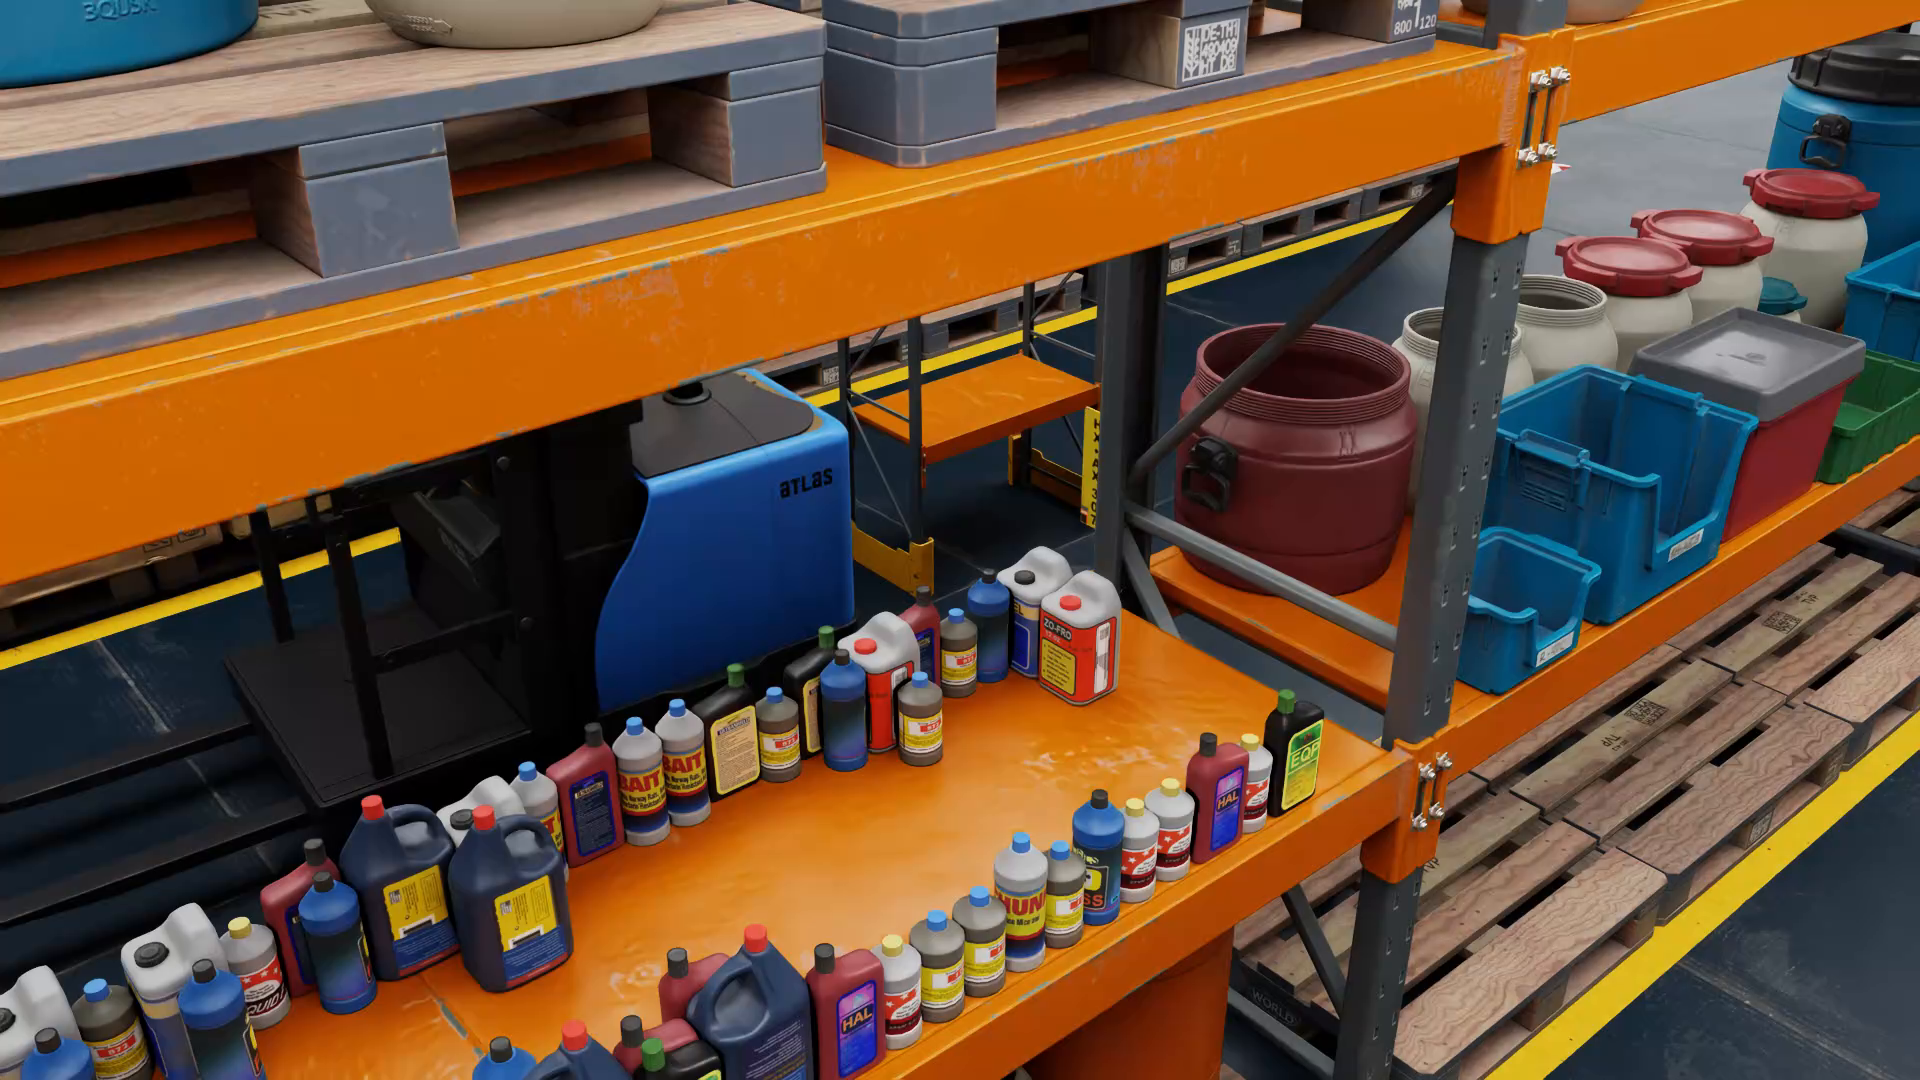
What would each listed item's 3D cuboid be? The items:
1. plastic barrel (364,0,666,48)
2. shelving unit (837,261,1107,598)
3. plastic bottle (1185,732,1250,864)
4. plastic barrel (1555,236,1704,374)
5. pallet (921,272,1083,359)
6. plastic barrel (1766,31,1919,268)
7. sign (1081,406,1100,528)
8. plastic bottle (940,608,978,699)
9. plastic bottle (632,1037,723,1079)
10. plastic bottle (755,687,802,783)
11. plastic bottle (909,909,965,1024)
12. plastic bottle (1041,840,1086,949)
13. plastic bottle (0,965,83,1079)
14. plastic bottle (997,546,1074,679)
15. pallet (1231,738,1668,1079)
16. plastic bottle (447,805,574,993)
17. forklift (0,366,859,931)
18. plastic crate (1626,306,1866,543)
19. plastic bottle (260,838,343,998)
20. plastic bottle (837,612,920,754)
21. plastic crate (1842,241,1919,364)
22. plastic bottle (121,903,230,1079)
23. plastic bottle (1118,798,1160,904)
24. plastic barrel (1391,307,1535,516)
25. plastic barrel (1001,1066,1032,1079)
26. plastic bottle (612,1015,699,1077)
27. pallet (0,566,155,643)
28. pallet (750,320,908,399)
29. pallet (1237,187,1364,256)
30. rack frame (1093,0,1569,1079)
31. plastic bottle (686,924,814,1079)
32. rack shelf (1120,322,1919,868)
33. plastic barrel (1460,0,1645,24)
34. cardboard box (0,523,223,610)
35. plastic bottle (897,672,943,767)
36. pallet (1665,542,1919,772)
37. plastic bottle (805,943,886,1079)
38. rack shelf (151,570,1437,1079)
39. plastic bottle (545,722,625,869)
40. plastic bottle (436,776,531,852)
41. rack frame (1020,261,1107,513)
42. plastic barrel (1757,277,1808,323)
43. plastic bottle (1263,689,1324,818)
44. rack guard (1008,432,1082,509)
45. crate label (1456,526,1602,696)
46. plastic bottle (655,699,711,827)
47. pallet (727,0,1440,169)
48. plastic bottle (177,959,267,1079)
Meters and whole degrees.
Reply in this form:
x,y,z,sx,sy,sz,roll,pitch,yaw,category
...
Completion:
x,y,z,sx,sy,sz,roll,pitch,yaw,category
-0.540,-0.879,1.941,0.433,0.535,0.433,0,28,0,plastic barrel
0.058,-0.685,6.940,1.083,1.500,0.587,-22,35,-35,shelving unit
0.504,0.491,3.272,0.133,0.283,0.061,-22,35,-35,plastic bottle
1.996,-0.620,5.084,0.433,0.535,0.433,0,28,0,plastic barrel
-0.053,-1.439,9.718,1.213,0.211,1.003,-22,35,-35,pallet
3.263,-1.343,6.049,0.708,0.901,0.600,-22,35,-35,plastic barrel
0.348,-0.175,4.221,0.005,0.325,0.100,-22,35,-35,sign
-0.009,0.252,3.807,0.097,0.201,0.097,0,28,0,plastic bottle
-0.432,0.867,2.568,0.133,0.283,0.061,-22,35,-35,plastic bottle
-0.388,0.404,3.522,0.097,0.201,0.097,0,28,0,plastic bottle
-0.040,0.735,2.904,0.097,0.201,0.097,0,28,0,plastic bottle
0.182,0.645,3.071,0.097,0.201,0.097,0,28,0,plastic bottle
-1.479,0.827,2.652,0.135,0.276,0.152,-22,35,-35,plastic bottle
0.171,0.163,3.893,0.135,0.276,0.152,-22,35,-35,plastic bottle
1.325,1.099,4.969,1.213,0.211,1.003,-22,35,-35,pallet
-0.807,0.616,2.968,0.185,0.351,0.144,-22,35,-35,plastic bottle
-1.858,-0.511,5.097,3.031,2.935,1.130,-19,34,-32,forklift
2.138,-0.321,4.599,0.583,0.464,0.402,-22,35,-35,plastic crate
-1.156,0.666,2.946,0.133,0.283,0.061,-22,35,-35,plastic bottle
-0.180,0.305,3.628,0.135,0.276,0.152,-22,35,-35,plastic bottle
3.116,-0.675,5.348,0.575,0.384,0.392,-22,35,-35,plastic crate
-1.302,0.756,2.784,0.135,0.276,0.152,-22,35,-35,plastic bottle
0.330,0.586,3.182,0.097,0.201,0.097,0,28,0,plastic bottle
1.354,-0.348,4.601,0.421,0.512,0.421,0,28,0,plastic barrel
-0.022,1.365,3.708,0.421,0.512,0.421,0,28,0,plastic barrel
-0.471,0.846,2.609,0.133,0.283,0.061,-22,35,-35,plastic bottle
-4.081,0.132,6.780,1.213,0.211,1.003,-22,35,-35,pallet
-0.981,-1.064,9.016,1.213,0.211,1.003,-22,35,-35,pallet
1.955,-2.271,11.275,1.213,0.211,1.003,-22,35,-35,pallet
0.710,0.092,3.895,0.127,3.000,1.000,-22,35,-35,rack frame
-0.338,0.774,2.671,0.185,0.351,0.144,-22,35,-35,plastic bottle
2.232,-0.202,5.209,4.000,0.370,1.077,-22,35,-35,rack shelf
1.146,-1.265,3.134,0.421,0.512,0.421,0,28,0,plastic barrel
-3.726,-0.458,6.734,0.875,0.875,1.225,-22,35,-35,cardboard box
-0.085,0.377,3.573,0.097,0.201,0.097,0,28,0,plastic bottle
3.181,0.353,6.366,1.213,0.211,1.003,-22,35,-35,pallet
-0.190,0.770,2.750,0.133,0.283,0.061,-22,35,-35,plastic bottle
-0.811,1.021,2.920,4.000,0.370,1.077,-22,35,-35,rack shelf
-0.737,0.497,3.261,0.133,0.283,0.061,-22,35,-35,plastic bottle
-0.884,0.588,3.099,0.135,0.276,0.152,-22,35,-35,plastic bottle
0.452,-0.843,7.236,0.032,1.500,0.500,-22,35,-35,rack frame
2.647,-0.721,5.562,0.301,0.262,0.301,0,28,0,plastic barrel
0.680,0.420,3.405,0.133,0.283,0.061,-22,35,-35,plastic bottle
0.437,-0.286,7.520,0.087,0.250,0.587,-22,35,-35,rack guard
1.274,0.172,3.924,0.416,0.233,0.303,-22,35,-35,crate label
-0.564,0.444,3.373,0.097,0.271,0.097,0,28,0,plastic bottle
0.065,-0.948,2.860,1.213,0.211,1.003,-22,35,-35,pallet
-1.207,0.797,2.712,0.097,0.271,0.097,0,28,0,plastic bottle
